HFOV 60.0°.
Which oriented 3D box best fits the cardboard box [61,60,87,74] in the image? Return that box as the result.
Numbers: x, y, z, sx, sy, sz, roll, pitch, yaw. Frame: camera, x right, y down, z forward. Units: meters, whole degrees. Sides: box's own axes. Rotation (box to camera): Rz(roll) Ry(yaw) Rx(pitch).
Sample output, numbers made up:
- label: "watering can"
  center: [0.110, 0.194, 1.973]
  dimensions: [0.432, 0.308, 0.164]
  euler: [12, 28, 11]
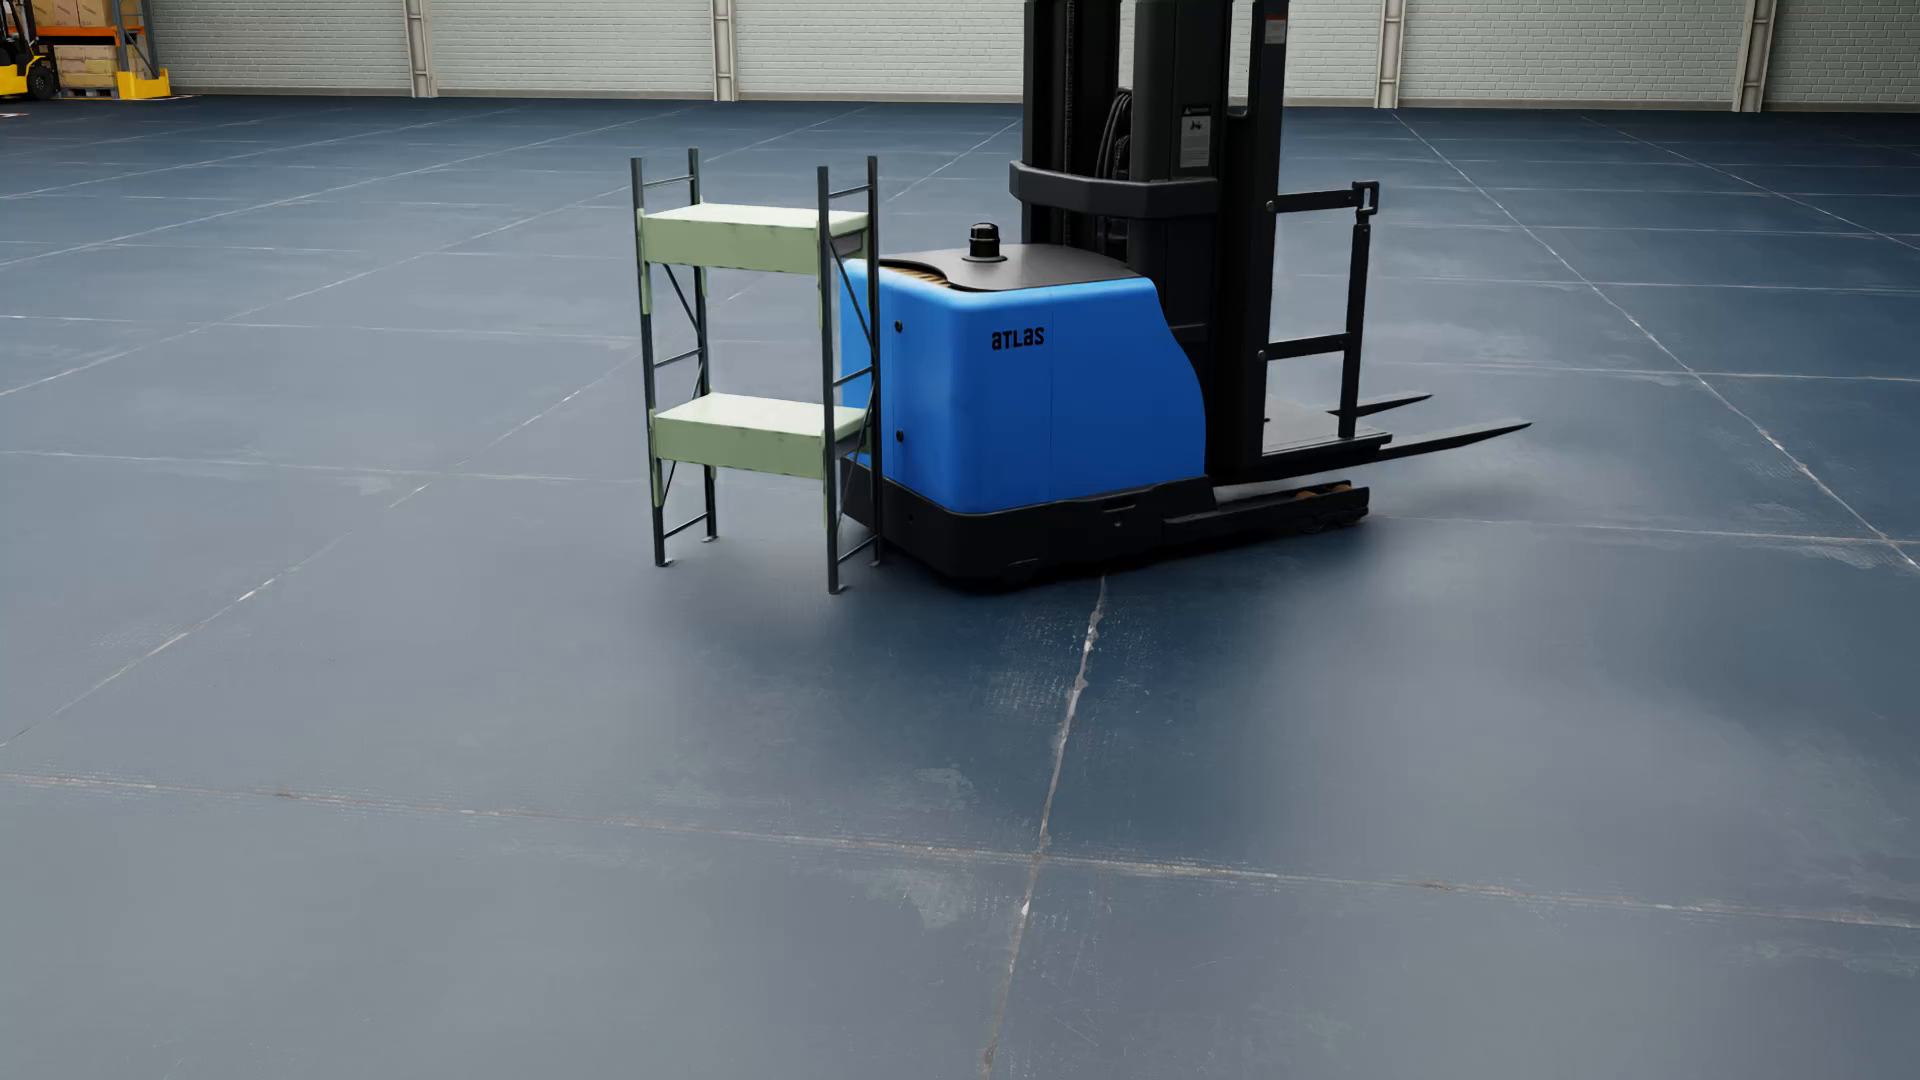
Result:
- label: "cardboard box"
  center: [-16.687, -9.016, 31.623]
  dimensions: [0.500, 0.250, 0.500]
  euler: [3, 19, 8]

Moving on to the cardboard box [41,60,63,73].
- label: "cardboard box"
  center: [-17.200, -9.035, 31.681]
  dimensions: [0.500, 0.250, 0.500]
  euler: [2, 19, 7]

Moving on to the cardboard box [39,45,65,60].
- label: "cardboard box"
  center: [-17.173, -9.269, 31.592]
  dimensions: [0.500, 0.250, 0.500]
  euler: [3, 19, 9]

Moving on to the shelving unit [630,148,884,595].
- label: "shelving unit"
  center: [-0.714, -0.620, 6.011]
  dimensions: [0.755, 1.500, 0.431]
  euler: [8, 20, 22]

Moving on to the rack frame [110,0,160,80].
- label: "rack frame"
  center: [-15.664, -9.928, 31.466]
  dimensions: [0.127, 3.000, 1.000]
  euler: [3, 19, 9]

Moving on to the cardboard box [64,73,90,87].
- label: "cardboard box"
  center: [-16.667, -8.776, 31.694]
  dimensions: [0.500, 0.250, 0.500]
  euler: [3, 19, 9]

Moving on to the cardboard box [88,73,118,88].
- label: "cardboard box"
  center: [-16.178, -8.748, 31.611]
  dimensions: [0.500, 0.250, 0.500]
  euler: [3, 19, 9]

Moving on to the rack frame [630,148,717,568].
- label: "rack frame"
  center: [-1.049, -0.667, 6.151]
  dimensions: [0.023, 1.500, 0.400]
  euler: [8, 20, 22]

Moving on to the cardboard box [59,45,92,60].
- label: "cardboard box"
  center: [-16.673, -9.247, 31.526]
  dimensions: [0.500, 0.250, 0.500]
  euler: [3, 19, 10]

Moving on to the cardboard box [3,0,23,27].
- label: "cardboard box"
  center: [-17.706, -9.995, 31.507]
  dimensions: [0.500, 0.500, 0.500]
  euler: [3, 19, 9]

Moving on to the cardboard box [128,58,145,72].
- label: "cardboard box"
  center: [-16.095, -9.149, 32.022]
  dimensions: [0.500, 0.250, 0.500]
  euler: [3, 19, 10]

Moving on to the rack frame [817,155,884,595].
- label: "rack frame"
  center: [-0.379, -0.573, 5.871]
  dimensions: [0.023, 1.500, 0.400]
  euler: [8, 20, 22]

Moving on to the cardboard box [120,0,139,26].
- label: "cardboard box"
  center: [-16.109, -10.088, 31.785]
  dimensions: [0.500, 0.500, 0.500]
  euler: [4, 19, 10]

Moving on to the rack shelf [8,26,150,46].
- label: "rack shelf"
  center: [-17.638, -9.688, 31.881]
  dimensions: [4.000, 0.370, 1.077]
  euler: [3, 19, 9]

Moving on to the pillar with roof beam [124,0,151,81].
- label: "pillar with roof beam"
  center: [-16.891, -11.742, 27.432]
  dimensions: [0.400, 9.000, 9.100]
  euler: [3, 19, 9]

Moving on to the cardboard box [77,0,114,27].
- label: "cardboard box"
  center: [-16.191, -9.918, 31.278]
  dimensions: [0.500, 0.500, 0.500]
  euler: [3, 19, 7]

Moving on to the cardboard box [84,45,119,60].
- label: "cardboard box"
  center: [-16.168, -9.223, 31.454]
  dimensions: [0.500, 0.250, 0.500]
  euler: [4, 19, 10]

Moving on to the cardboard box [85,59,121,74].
- label: "cardboard box"
  center: [-16.194, -8.987, 31.537]
  dimensions: [0.500, 0.250, 0.500]
  euler: [3, 19, 8]

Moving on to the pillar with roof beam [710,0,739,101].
- label: "pillar with roof beam"
  center: [-5.043, -11.138, 25.627]
  dimensions: [0.400, 9.000, 9.100]
  euler: [3, 19, 9]

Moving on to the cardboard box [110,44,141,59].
- label: "cardboard box"
  center: [-16.108, -9.381, 31.927]
  dimensions: [0.500, 0.250, 0.500]
  euler: [3, 19, 8]

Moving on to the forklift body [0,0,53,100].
- label: "forklift body"
  center: [-17.825, -9.050, 30.178]
  dimensions: [1.214, 2.155, 2.313]
  euler: [3, 19, 9]

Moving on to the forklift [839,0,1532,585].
- label: "forklift"
  center: [1.059, -1.551, 6.537]
  dimensions: [3.031, 2.935, 1.130]
  euler: [-10, 21, -28]

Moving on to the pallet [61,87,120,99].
- label: "pallet"
  center: [-16.425, -8.631, 31.984]
  dimensions: [1.213, 0.211, 1.003]
  euler: [3, 19, 9]

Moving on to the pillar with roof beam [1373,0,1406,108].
- label: "pillar with roof beam"
  center: [6.805, -10.534, 23.822]
  dimensions: [0.400, 9.000, 9.100]
  euler: [3, 19, 9]

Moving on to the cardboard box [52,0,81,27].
- label: "cardboard box"
  center: [-16.702, -9.947, 31.365]
  dimensions: [0.500, 0.500, 0.500]
  euler: [4, 19, 10]

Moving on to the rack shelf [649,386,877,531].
- label: "rack shelf"
  center: [-0.714, -0.311, 6.114]
  dimensions: [0.720, 0.370, 0.431]
  euler: [8, 20, 22]

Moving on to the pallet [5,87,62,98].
- label: "pallet"
  center: [-17.626, -8.693, 32.170]
  dimensions: [1.213, 0.211, 1.003]
  euler: [3, 19, 9]

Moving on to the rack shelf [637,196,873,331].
- label: "rack shelf"
  center: [-0.714, -0.990, 5.887]
  dimensions: [0.720, 0.370, 0.431]
  euler: [8, 20, 22]

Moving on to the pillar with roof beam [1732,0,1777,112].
- label: "pillar with roof beam"
  center: [12.729, -10.232, 22.920]
  dimensions: [0.400, 9.000, 9.100]
  euler: [3, 19, 9]

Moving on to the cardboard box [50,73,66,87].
- label: "cardboard box"
  center: [-17.160, -8.804, 31.778]
  dimensions: [0.500, 0.250, 0.500]
  euler: [3, 19, 9]

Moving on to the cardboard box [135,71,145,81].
- label: "cardboard box"
  center: [-16.117, -8.909, 32.093]
  dimensions: [0.500, 0.250, 0.500]
  euler: [3, 19, 9]

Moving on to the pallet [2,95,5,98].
- label: "pallet"
  center: [-18.834, -8.754, 32.351]
  dimensions: [1.213, 0.211, 1.003]
  euler: [3, 19, 9]

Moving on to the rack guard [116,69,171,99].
- label: "rack guard"
  center: [-15.640, -8.742, 31.859]
  dimensions: [0.348, 0.500, 1.175]
  euler: [3, 19, 9]

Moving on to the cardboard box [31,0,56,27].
- label: "cardboard box"
  center: [-17.208, -9.973, 31.442]
  dimensions: [0.500, 0.500, 0.500]
  euler: [3, 19, 8]

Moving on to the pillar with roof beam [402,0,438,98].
- label: "pillar with roof beam"
  center: [-10.967, -11.440, 26.530]
  dimensions: [0.400, 9.000, 9.100]
  euler: [3, 19, 9]
